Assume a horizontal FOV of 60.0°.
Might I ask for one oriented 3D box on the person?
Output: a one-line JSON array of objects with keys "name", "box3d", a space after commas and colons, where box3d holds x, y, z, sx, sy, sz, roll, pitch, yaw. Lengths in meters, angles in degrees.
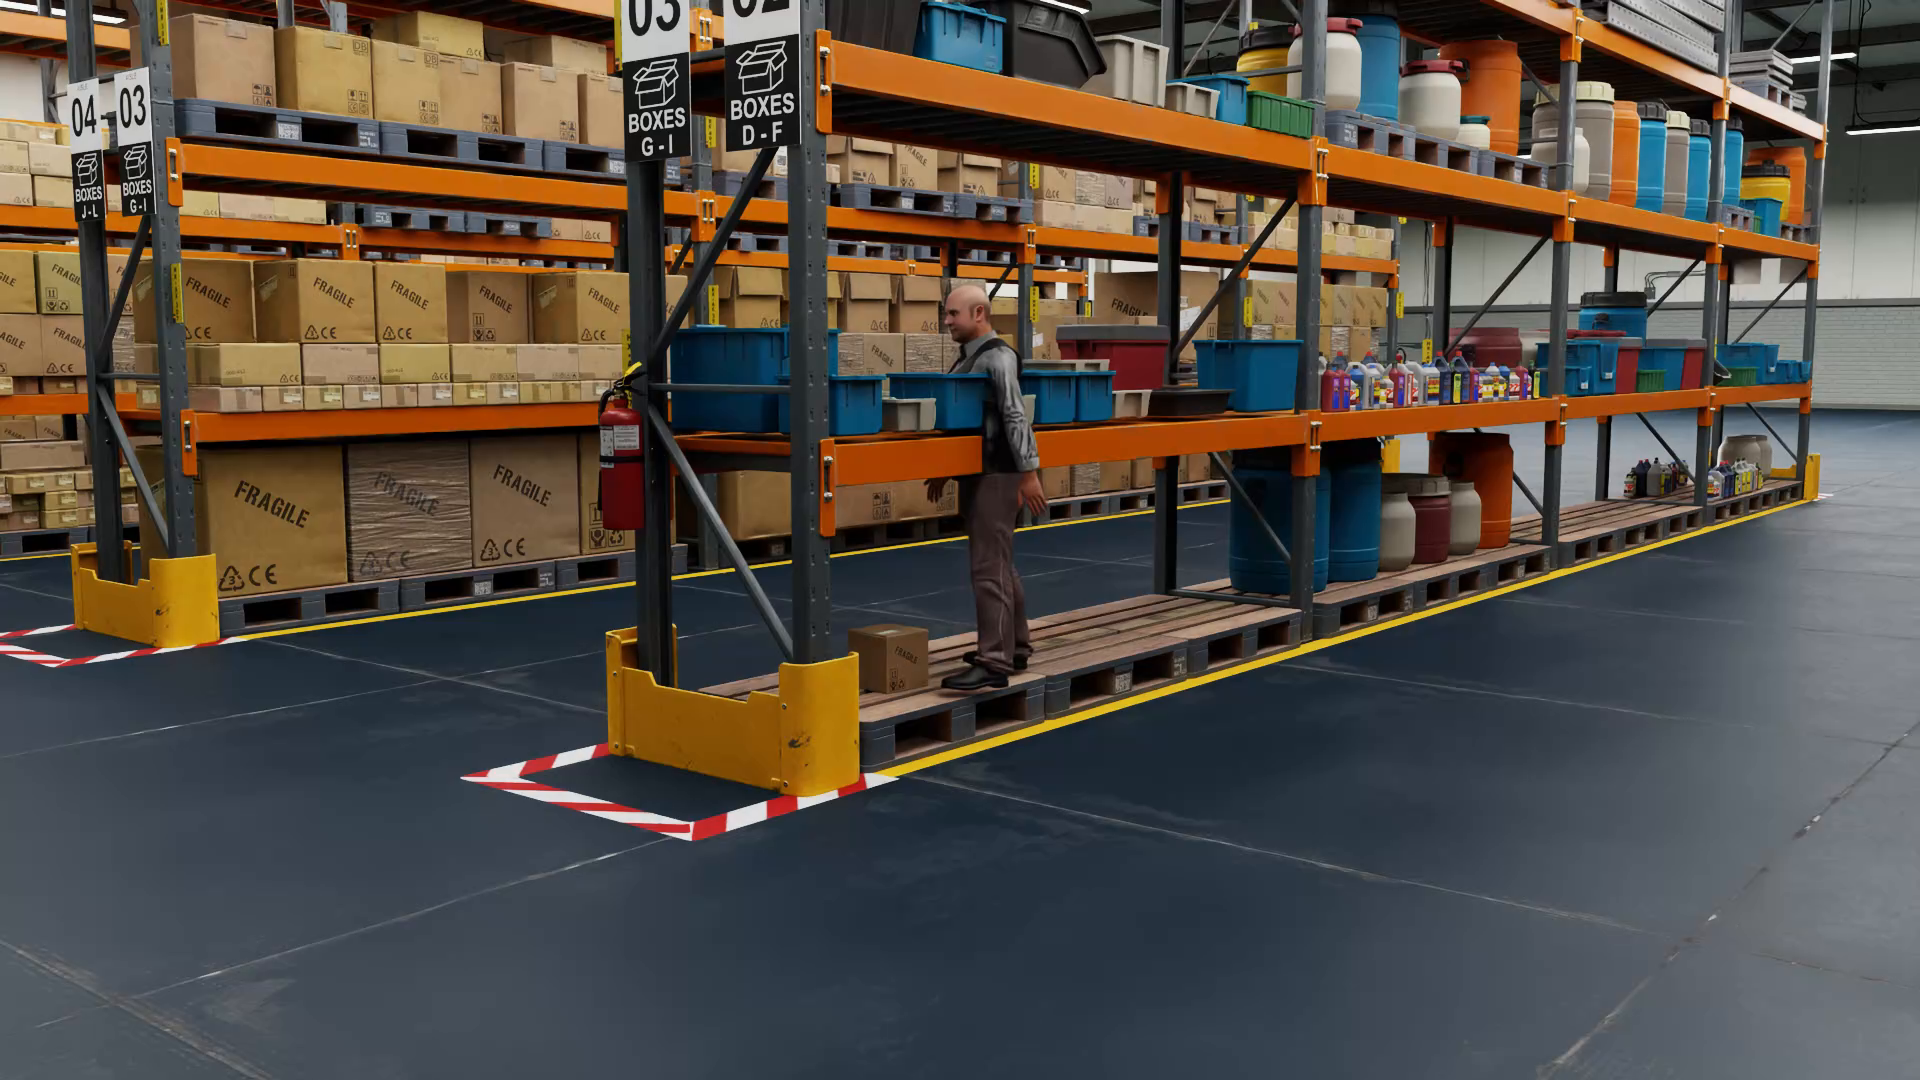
[{"name": "person", "box3d": [0.099, -0.197, 7.287, 0.519, 1.603, 0.758, -2, 7, -13]}]
